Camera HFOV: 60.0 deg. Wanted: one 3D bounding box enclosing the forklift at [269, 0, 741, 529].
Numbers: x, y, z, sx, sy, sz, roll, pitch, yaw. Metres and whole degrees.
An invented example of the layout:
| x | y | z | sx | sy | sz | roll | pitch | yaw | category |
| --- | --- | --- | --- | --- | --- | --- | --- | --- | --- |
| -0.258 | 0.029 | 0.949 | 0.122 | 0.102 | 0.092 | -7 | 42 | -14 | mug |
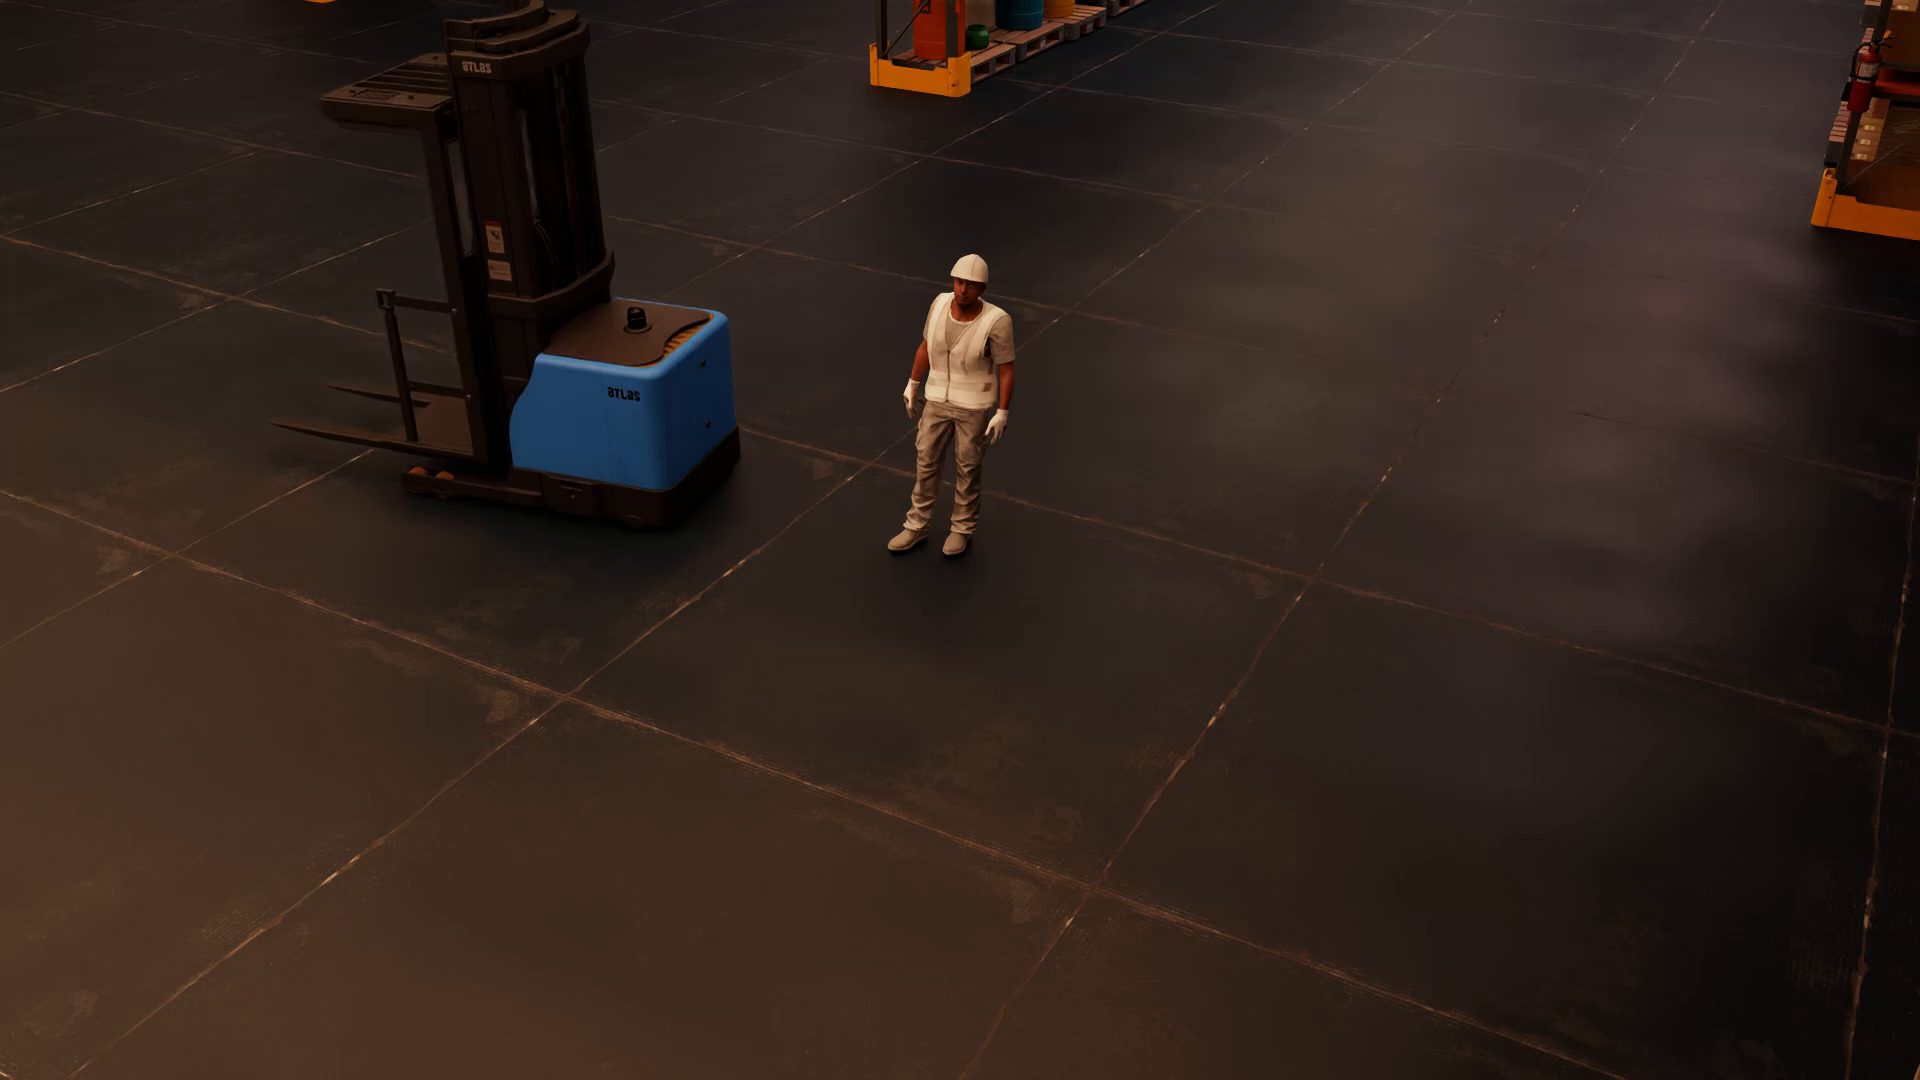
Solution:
| x | y | z | sx | sy | sz | roll | pitch | yaw | category |
| --- | --- | --- | --- | --- | --- | --- | --- | --- | --- |
| -2.995 | -1.767 | 10.132 | 3.031 | 2.935 | 1.130 | 10 | 31 | 16 | forklift |

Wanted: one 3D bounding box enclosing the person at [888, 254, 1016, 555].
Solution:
| x | y | z | sx | sy | sz | roll | pitch | yaw | category |
| --- | --- | --- | --- | --- | --- | --- | --- | --- | --- |
| -0.043 | -0.749 | 9.502 | 0.657 | 1.785 | 0.575 | 15 | 33 | 25 | person |
